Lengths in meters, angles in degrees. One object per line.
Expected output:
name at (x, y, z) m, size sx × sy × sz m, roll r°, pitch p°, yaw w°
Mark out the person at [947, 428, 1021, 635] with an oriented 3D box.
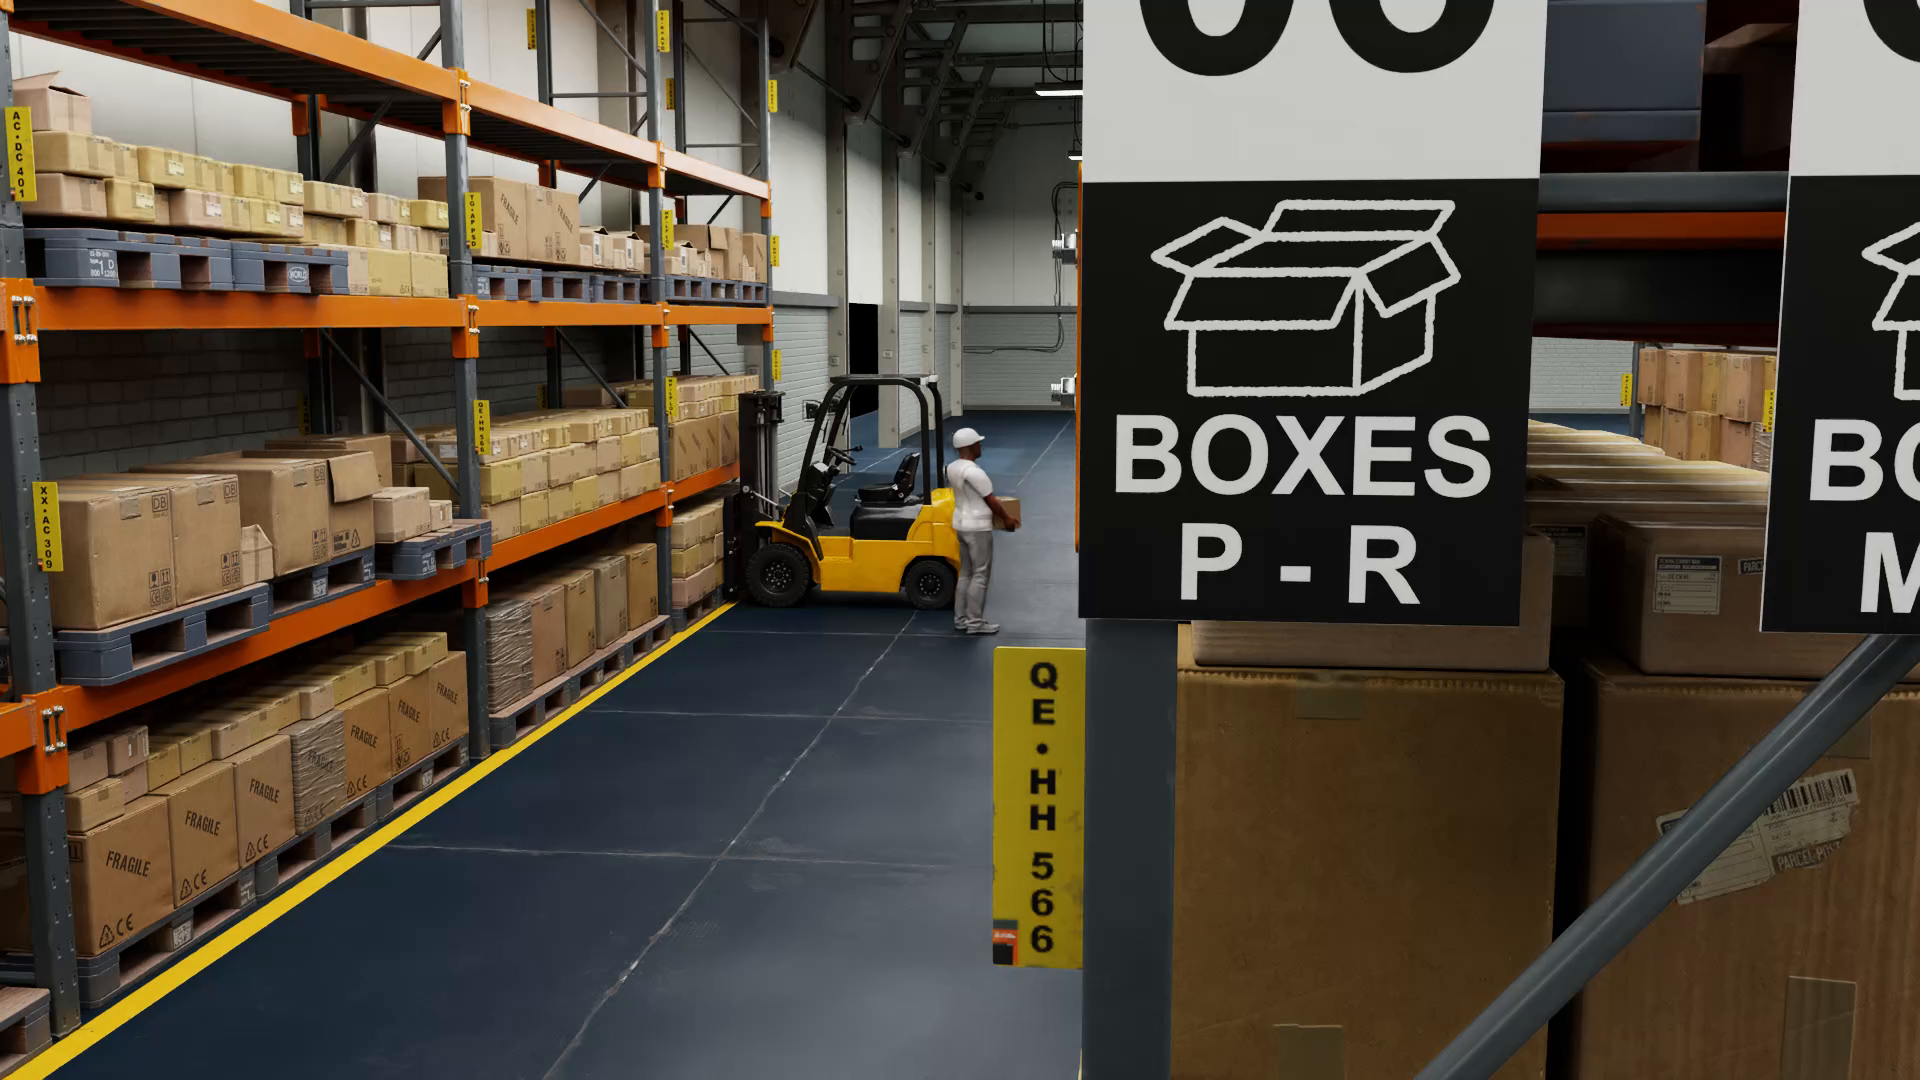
person at (0.205, -0.091, 14.390) m, size 0.575 × 1.767 × 0.510 m, roll -3°, pitch 8°, yaw -21°
